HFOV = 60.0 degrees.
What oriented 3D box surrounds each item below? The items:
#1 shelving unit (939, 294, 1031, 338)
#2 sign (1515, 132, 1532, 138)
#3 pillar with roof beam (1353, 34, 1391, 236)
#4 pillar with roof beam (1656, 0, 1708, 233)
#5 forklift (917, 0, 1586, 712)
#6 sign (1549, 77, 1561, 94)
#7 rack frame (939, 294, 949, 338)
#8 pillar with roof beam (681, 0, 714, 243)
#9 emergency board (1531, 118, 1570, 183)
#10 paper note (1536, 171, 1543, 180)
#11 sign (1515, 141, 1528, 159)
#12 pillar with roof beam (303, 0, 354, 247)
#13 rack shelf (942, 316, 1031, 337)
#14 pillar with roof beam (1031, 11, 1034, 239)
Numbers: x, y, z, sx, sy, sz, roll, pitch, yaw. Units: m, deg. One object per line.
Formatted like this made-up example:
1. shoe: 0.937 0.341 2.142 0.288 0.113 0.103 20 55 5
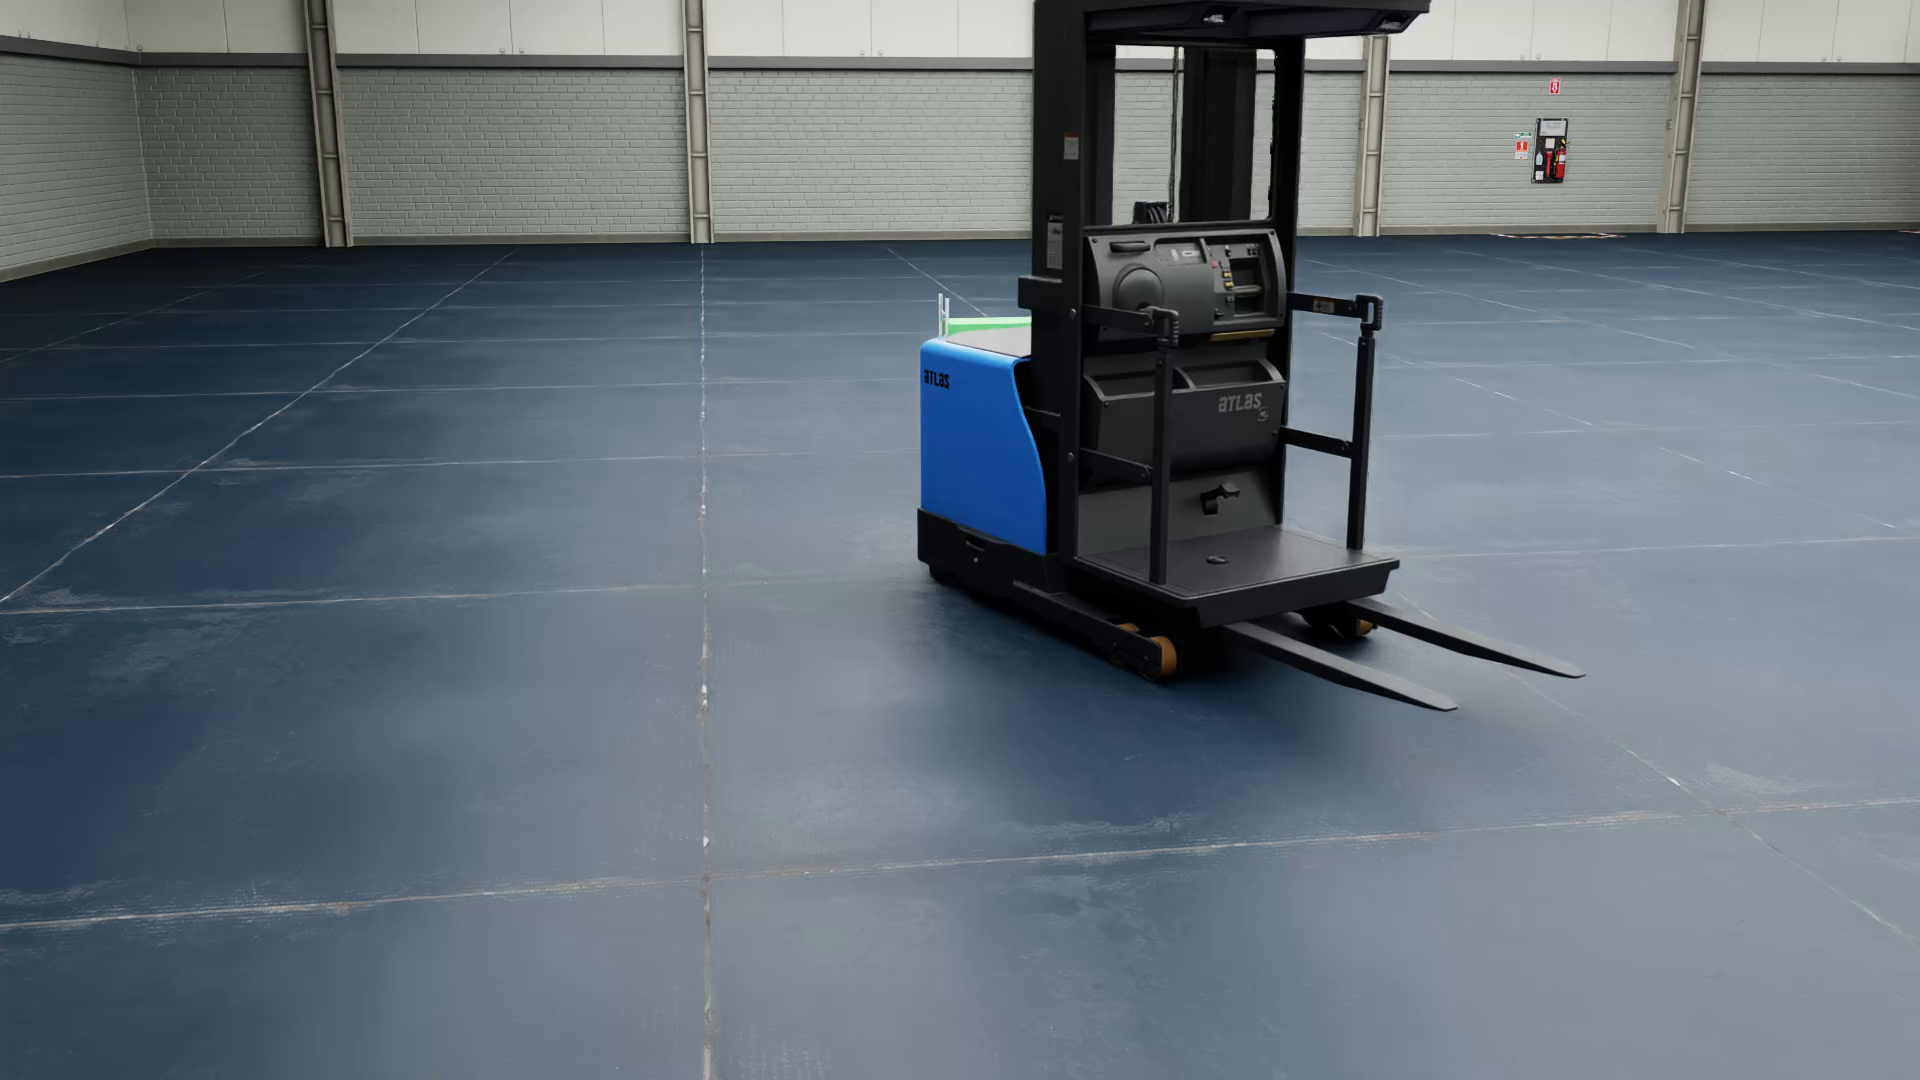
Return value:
1. shelving unit: 0.164 -0.588 8.100 0.503 1.200 0.258 -2 14 -8
2. sign: 10.350 -7.437 30.547 0.331 0.109 0.001 -2 14 -8
3. pillar with roof beam: 8.063 -8.897 25.199 0.400 9.000 9.100 -2 14 -8
4. pillar with roof beam: 13.997 -9.114 26.066 0.400 9.000 9.100 -2 14 -8
5. forklift: 1.007 -1.030 6.306 1.130 2.935 3.031 -9 16 -31
6. sign: 10.883 -8.308 30.417 0.199 0.298 0.001 -2 14 -8
7. rack frame: -0.078 -0.579 8.065 0.015 1.200 0.240 -2 14 -8
8. pillar with roof beam: -3.803 -8.462 23.465 0.400 9.000 9.100 -2 14 -8
9. emergency board: 10.906 -7.160 30.604 0.643 1.169 0.194 -2 14 -8
10. paper note: 10.721 -6.743 30.752 0.142 0.148 0.016 -2 14 -8
11. sign: 10.344 -7.182 30.619 0.234 0.329 0.001 -2 14 -8
12. pillar with roof beam: -9.736 -8.245 22.598 0.400 9.000 9.100 -2 14 -8
13. rack shelf: 0.164 -0.992 7.999 0.480 0.148 0.258 -2 14 -8
14. pillar with roof beam: 2.130 -8.680 24.332 0.400 9.000 9.100 -2 14 -8
